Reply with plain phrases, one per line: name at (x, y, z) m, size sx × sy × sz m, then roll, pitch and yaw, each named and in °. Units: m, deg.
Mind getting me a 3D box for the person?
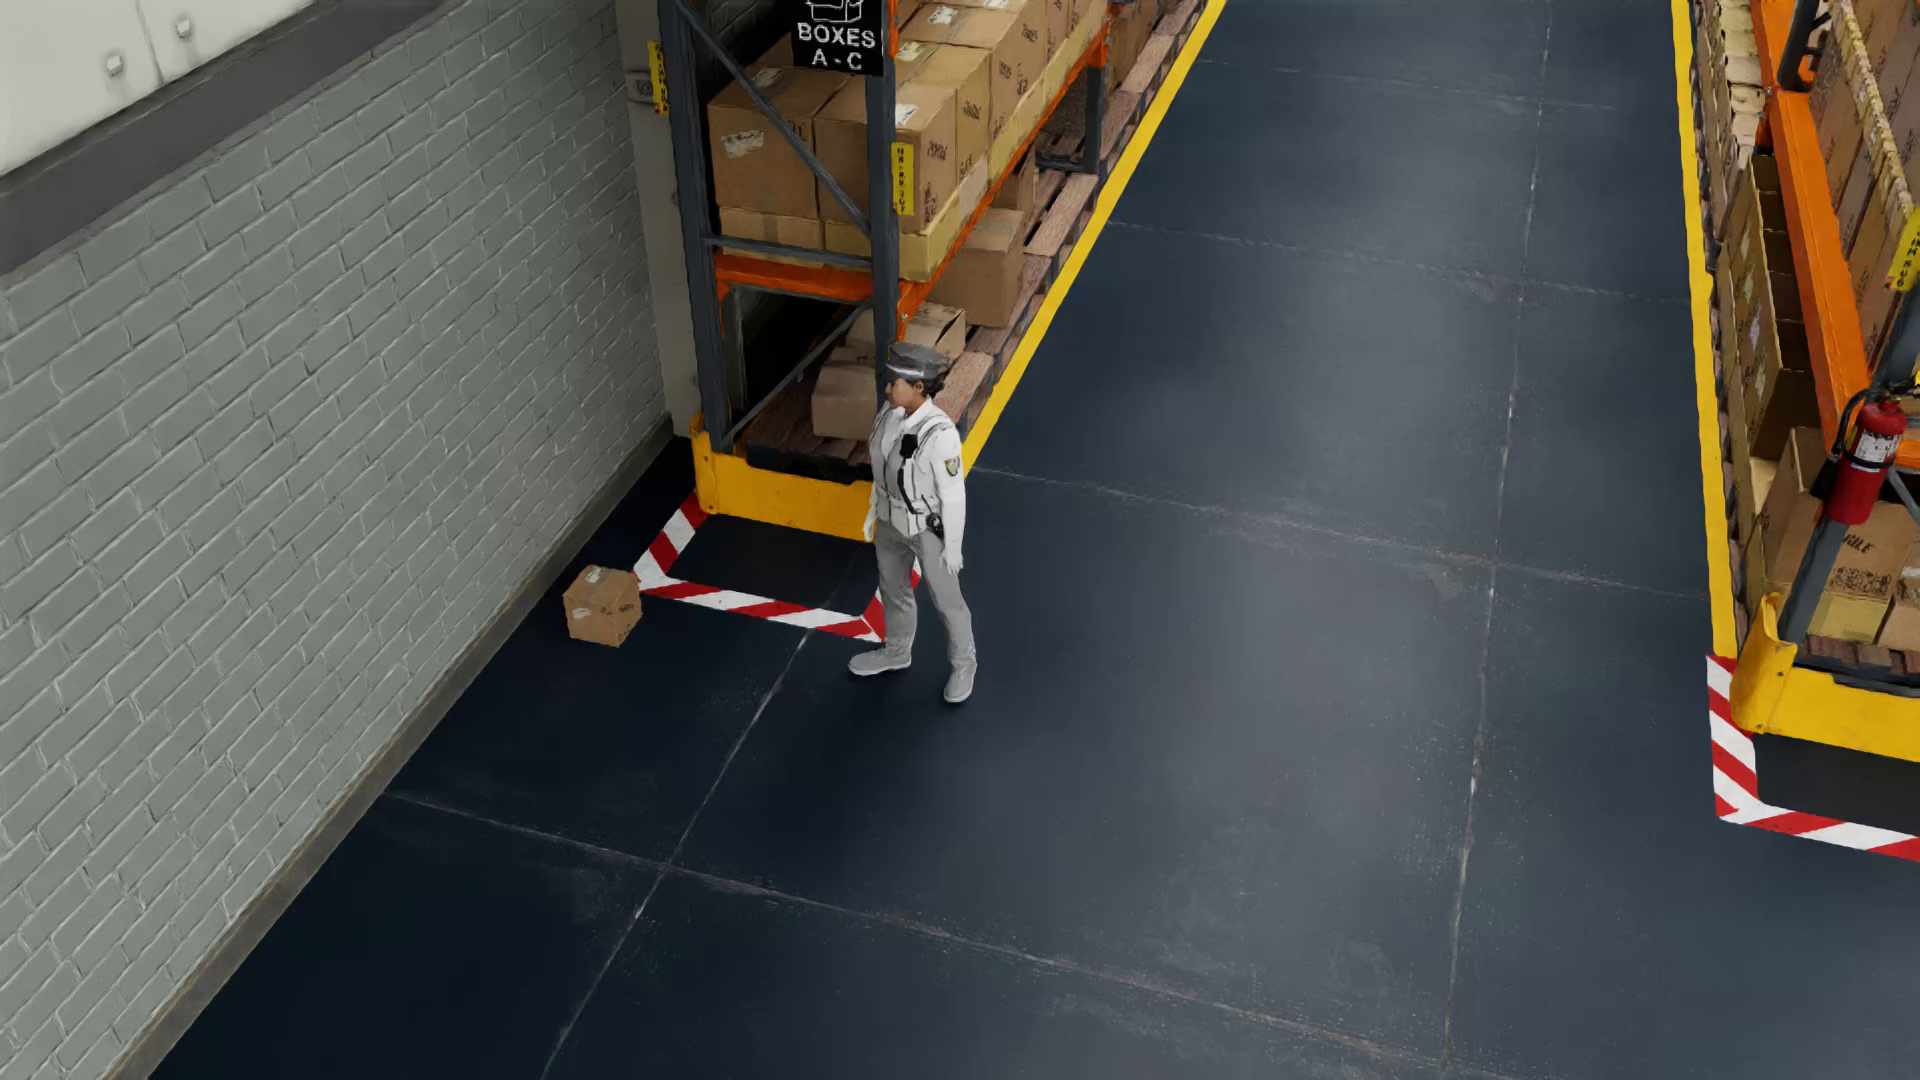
person at (-0.179, -0.060, 6.936) m, size 0.451 × 1.688 × 0.534 m, roll -26°, pitch 45°, yaw -30°
